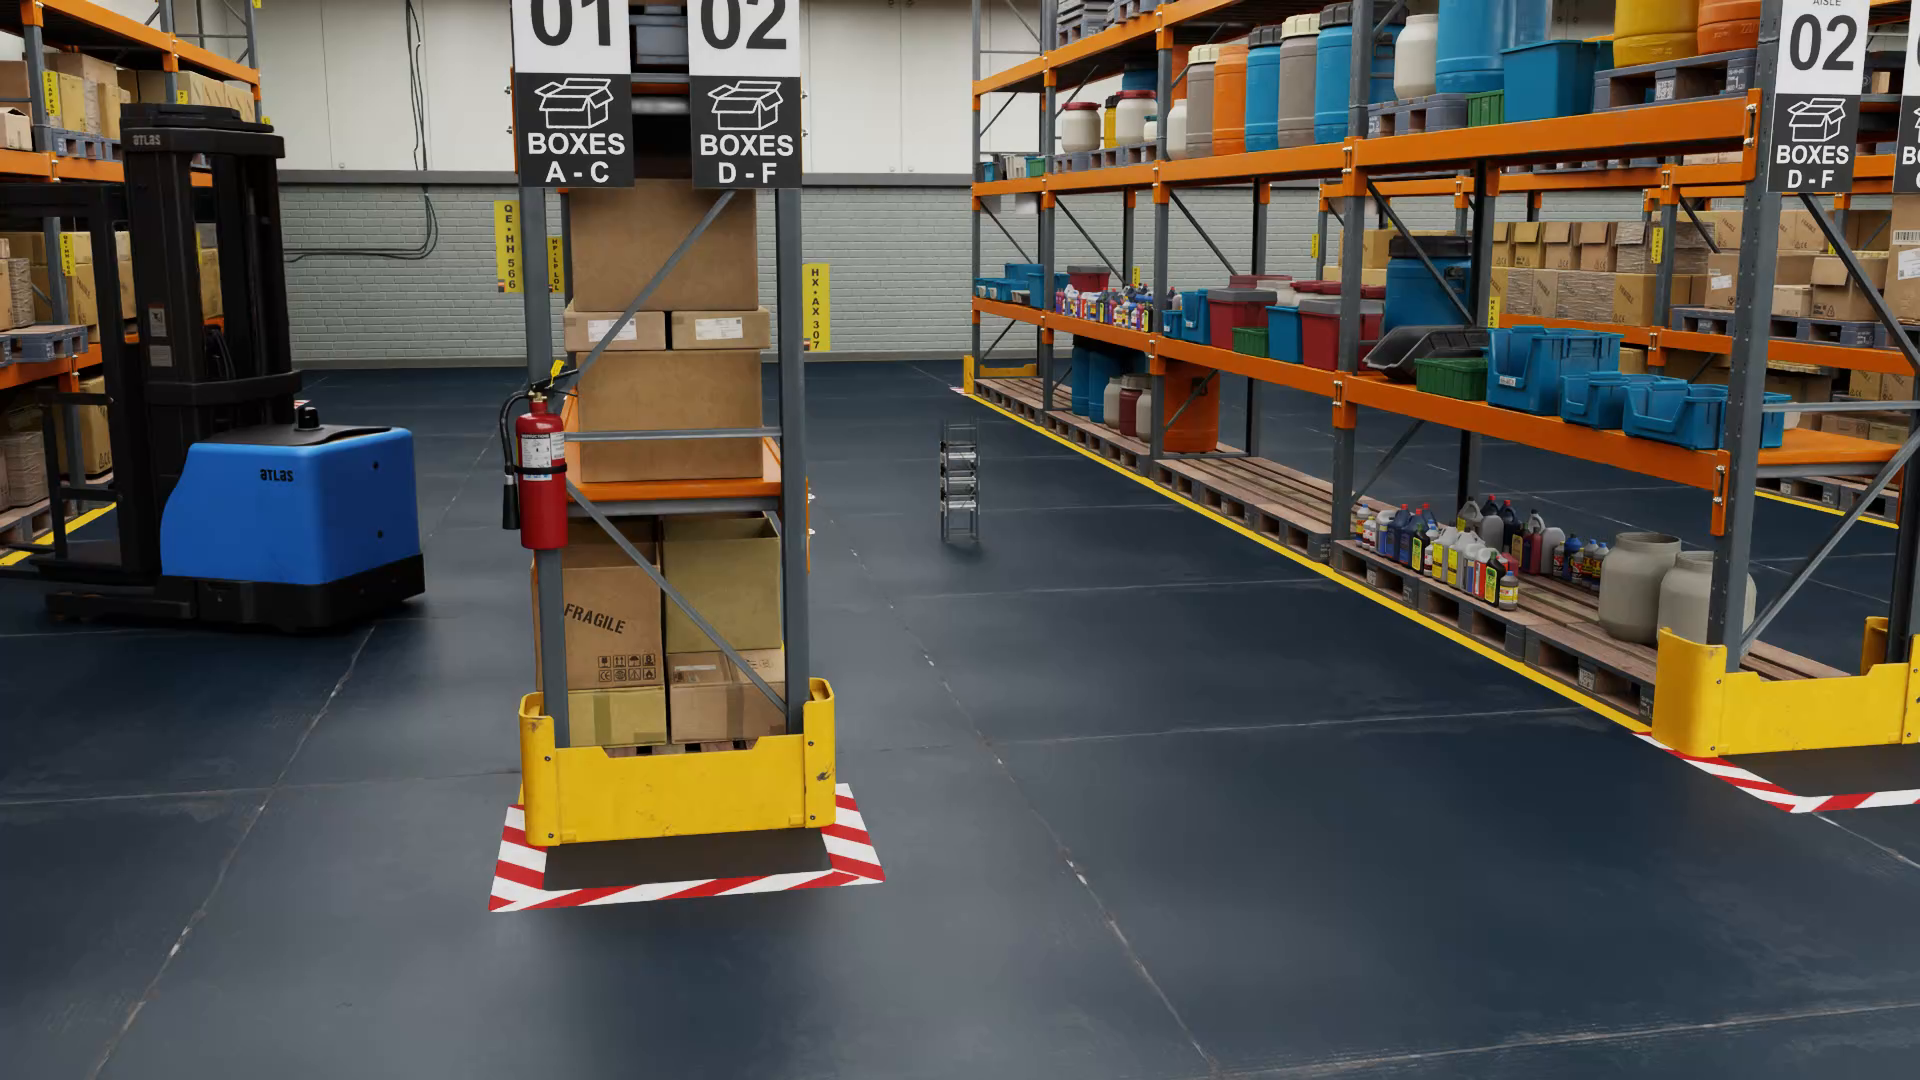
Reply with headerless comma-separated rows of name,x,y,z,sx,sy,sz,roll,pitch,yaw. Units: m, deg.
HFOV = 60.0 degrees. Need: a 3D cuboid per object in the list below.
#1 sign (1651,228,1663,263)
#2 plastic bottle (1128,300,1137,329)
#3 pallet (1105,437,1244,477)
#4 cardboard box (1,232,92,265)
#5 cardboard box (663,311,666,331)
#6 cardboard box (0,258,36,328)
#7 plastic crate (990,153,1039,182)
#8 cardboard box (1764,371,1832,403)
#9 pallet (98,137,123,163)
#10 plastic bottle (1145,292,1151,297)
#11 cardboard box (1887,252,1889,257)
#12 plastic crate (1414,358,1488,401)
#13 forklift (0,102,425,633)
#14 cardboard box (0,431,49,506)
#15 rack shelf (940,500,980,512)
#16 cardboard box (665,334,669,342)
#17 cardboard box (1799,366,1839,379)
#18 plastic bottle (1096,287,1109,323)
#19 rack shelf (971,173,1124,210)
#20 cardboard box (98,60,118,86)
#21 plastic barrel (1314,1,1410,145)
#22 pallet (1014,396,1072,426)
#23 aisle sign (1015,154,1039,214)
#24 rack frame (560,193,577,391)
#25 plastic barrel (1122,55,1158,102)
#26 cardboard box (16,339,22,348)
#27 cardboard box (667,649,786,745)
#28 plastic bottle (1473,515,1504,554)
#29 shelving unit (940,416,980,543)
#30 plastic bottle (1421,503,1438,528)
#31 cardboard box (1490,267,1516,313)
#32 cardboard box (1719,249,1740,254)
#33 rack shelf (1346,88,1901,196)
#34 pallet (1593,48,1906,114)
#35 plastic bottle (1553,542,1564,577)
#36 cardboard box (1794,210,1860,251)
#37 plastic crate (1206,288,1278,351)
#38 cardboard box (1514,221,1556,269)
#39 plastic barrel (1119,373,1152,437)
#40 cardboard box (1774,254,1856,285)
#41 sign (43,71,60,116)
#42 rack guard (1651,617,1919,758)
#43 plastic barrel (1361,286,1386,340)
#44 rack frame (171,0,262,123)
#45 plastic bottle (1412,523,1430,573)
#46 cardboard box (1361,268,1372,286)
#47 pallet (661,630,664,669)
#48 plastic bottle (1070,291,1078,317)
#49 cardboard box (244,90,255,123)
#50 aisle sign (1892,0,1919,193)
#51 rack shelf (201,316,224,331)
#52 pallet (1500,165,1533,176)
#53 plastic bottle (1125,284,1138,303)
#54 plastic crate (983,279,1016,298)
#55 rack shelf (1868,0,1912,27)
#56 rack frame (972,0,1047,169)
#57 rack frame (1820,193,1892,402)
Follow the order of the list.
sign,6.535,-2.762,15.586,0.100,0.325,0.005,-2,11,-11
plastic bottle,1.636,-2.129,15.703,0.097,0.271,0.097,0,11,0
pallet,2.026,-0.807,15.870,1.003,0.211,1.213,-2,11,-11
cardboard box,-7.338,-2.345,13.370,0.500,0.250,0.500,-2,11,-10
cardboard box,-1.150,-1.024,7.550,0.380,0.149,0.250,-3,11,-13
cardboard box,-7.396,-1.853,12.463,0.700,0.500,0.500,-3,11,-18
plastic crate,0.692,-4.654,20.767,0.504,0.338,0.767,-2,11,-11
cardboard box,7.352,-1.351,14.777,0.500,0.250,0.500,-1,11,-5
pallet,-7.895,-3.375,14.389,1.003,0.211,1.213,-2,11,-8
plastic bottle,2.005,-2.486,17.568,0.152,0.276,0.135,-2,11,-11
cardboard box,10.965,-3.251,19.214,0.380,0.149,0.250,-2,11,-12
plastic crate,2.986,-0.936,9.661,0.450,0.188,0.662,-2,11,-11
forklift,-4.843,-1.052,9.885,3.031,2.935,1.130,3,11,16
cardboard box,-7.306,-0.531,12.474,0.700,0.500,0.500,-2,11,-10
rack shelf,-0.002,-0.234,12.160,0.258,0.077,0.200,-2,11,-11
cardboard box,-1.268,-0.618,7.154,0.700,0.500,0.500,-2,11,-10
cardboard box,10.813,-2.107,20.951,0.380,0.149,0.250,-2,11,-10
plastic bottle,1.449,-2.367,16.740,0.144,0.351,0.185,-2,11,-11
rack shelf,1.054,-4.254,20.426,1.077,0.370,4.000,-2,11,-11
cardboard box,-8.233,-4.348,15.545,0.500,0.250,0.500,-1,11,-7
plastic barrel,2.687,-3.105,11.124,0.600,0.901,0.708,-2,11,-11
pallet,1.261,-1.531,19.674,1.003,0.211,1.213,-2,11,-11
aisle sign,0.938,-4.802,22.449,0.394,0.787,0.004,-2,11,-11
rack frame,-1.861,-1.120,10.060,1.000,3.000,0.127,-2,11,-11
plastic barrel,1.925,-4.386,16.730,0.600,0.901,0.708,-2,11,-11
cardboard box,-7.334,-1.628,13.348,0.380,0.149,0.250,-2,11,-12
cardboard box,-0.969,0.651,6.983,0.500,0.250,0.500,-2,11,-11
plastic bottle,3.303,-0.025,10.414,0.152,0.276,0.135,-2,11,-11
shelving unit,-0.002,-0.444,12.120,0.258,0.900,0.210,-2,11,-11
plastic bottle,2.890,-0.057,10.380,0.144,0.351,0.185,-2,11,-11
cardboard box,6.244,-2.811,18.674,0.500,0.500,0.500,-2,11,-11
cardboard box,10.541,-3.665,22.365,0.500,0.500,0.500,-2,11,-12
rack shelf,3.387,-2.053,8.863,1.077,0.370,4.000,-2,11,-11
pallet,3.712,-2.102,7.702,1.003,0.211,1.213,-2,11,-11
plastic bottle,3.584,0.111,9.896,0.097,0.201,0.097,0,11,0
cardboard box,10.829,-3.872,20.779,0.500,0.500,0.500,-3,11,-13
plastic crate,2.235,-1.757,13.236,0.402,0.464,0.583,-2,11,-11
cardboard box,6.555,-3.246,18.278,0.797,0.503,0.637,-2,11,-10
plastic barrel,1.889,-1.351,16.600,0.600,0.588,0.708,-2,11,-11
cardboard box,7.430,-2.273,14.724,0.700,0.500,0.500,0,11,-3
sign,-6.965,-3.420,12.738,0.100,0.325,0.005,-2,11,-11
rack guard,3.716,0.650,7.447,1.175,0.500,0.348,-2,11,-11
plastic barrel,3.028,-1.550,11.954,0.433,0.535,0.433,0,11,0
rack frame,-9.053,-6.087,20.113,1.000,3.000,0.127,-2,11,-11
plastic bottle,2.776,0.048,10.010,0.061,0.283,0.133,-2,11,-8
cardboard box,5.553,-3.468,22.000,0.500,0.250,0.500,-2,11,-13
pallet,-1.507,0.621,8.369,1.003,0.211,1.213,-2,11,-11
plastic bottle,1.226,-2.516,17.736,0.097,0.271,0.097,0,11,0
cardboard box,-8.643,-5.040,19.635,0.500,0.500,0.500,-2,11,-11
aisle sign,4.078,-1.841,6.892,0.394,0.787,0.004,-2,11,-11
rack shelf,-8.664,-2.420,18.814,1.077,0.370,4.000,-2,11,-11
pallet,6.528,-4.160,18.522,0.805,0.209,1.217,-3,11,-13
plastic bottle,1.837,-2.547,17.688,0.144,0.351,0.185,-2,11,-11
plastic crate,0.518,-3.270,21.641,0.416,0.233,0.300,-2,11,-11
rack shelf,7.468,-4.244,13.420,1.077,0.370,4.000,-2,11,-11
rack frame,0.665,-6.448,22.006,1.000,3.000,0.127,-2,11,-11
rack frame,11.186,-3.109,20.509,1.000,3.000,0.127,-2,11,-11
